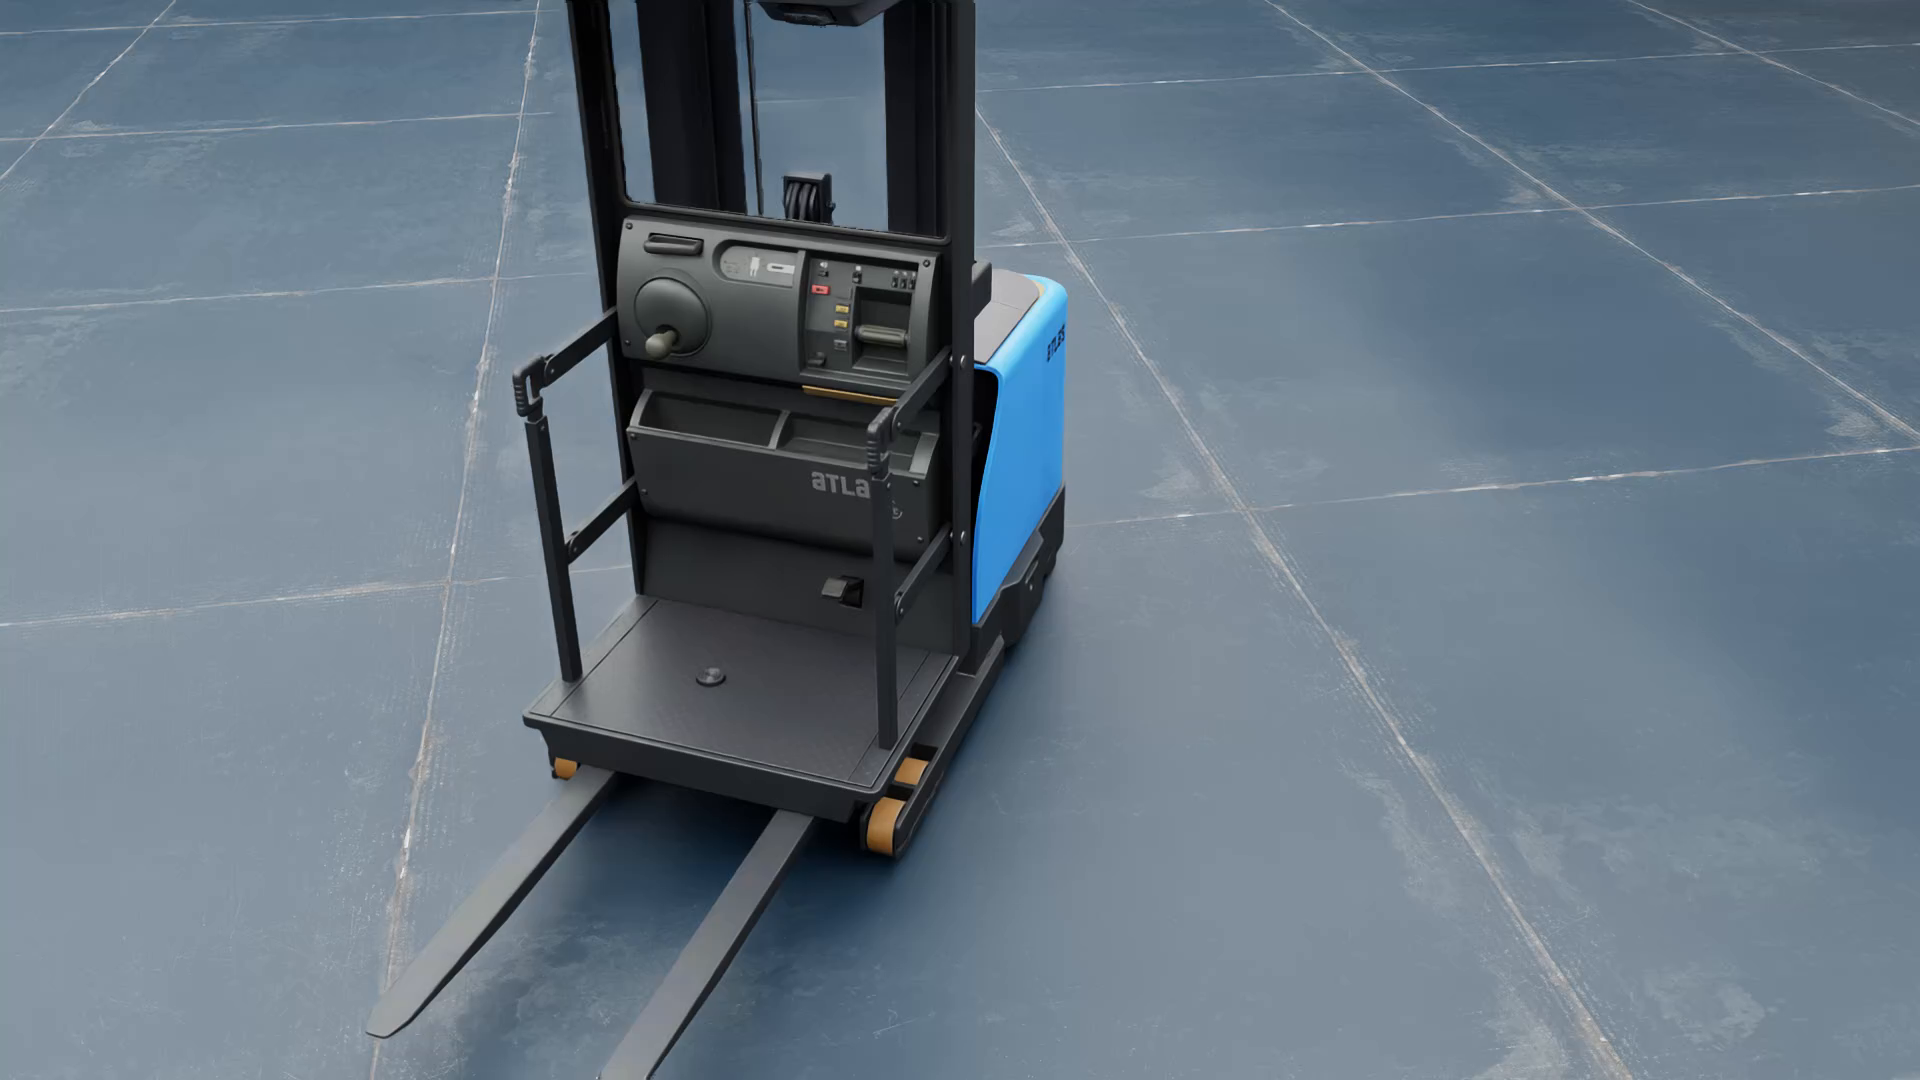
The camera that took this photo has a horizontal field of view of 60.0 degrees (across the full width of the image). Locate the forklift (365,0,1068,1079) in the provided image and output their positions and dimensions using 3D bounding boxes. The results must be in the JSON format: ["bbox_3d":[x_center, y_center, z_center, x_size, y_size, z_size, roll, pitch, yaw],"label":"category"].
[{"bbox_3d":[-0.579,-0.599,4.377,1.130,2.935,3.031,10,32,16],"label":"forklift"}]
